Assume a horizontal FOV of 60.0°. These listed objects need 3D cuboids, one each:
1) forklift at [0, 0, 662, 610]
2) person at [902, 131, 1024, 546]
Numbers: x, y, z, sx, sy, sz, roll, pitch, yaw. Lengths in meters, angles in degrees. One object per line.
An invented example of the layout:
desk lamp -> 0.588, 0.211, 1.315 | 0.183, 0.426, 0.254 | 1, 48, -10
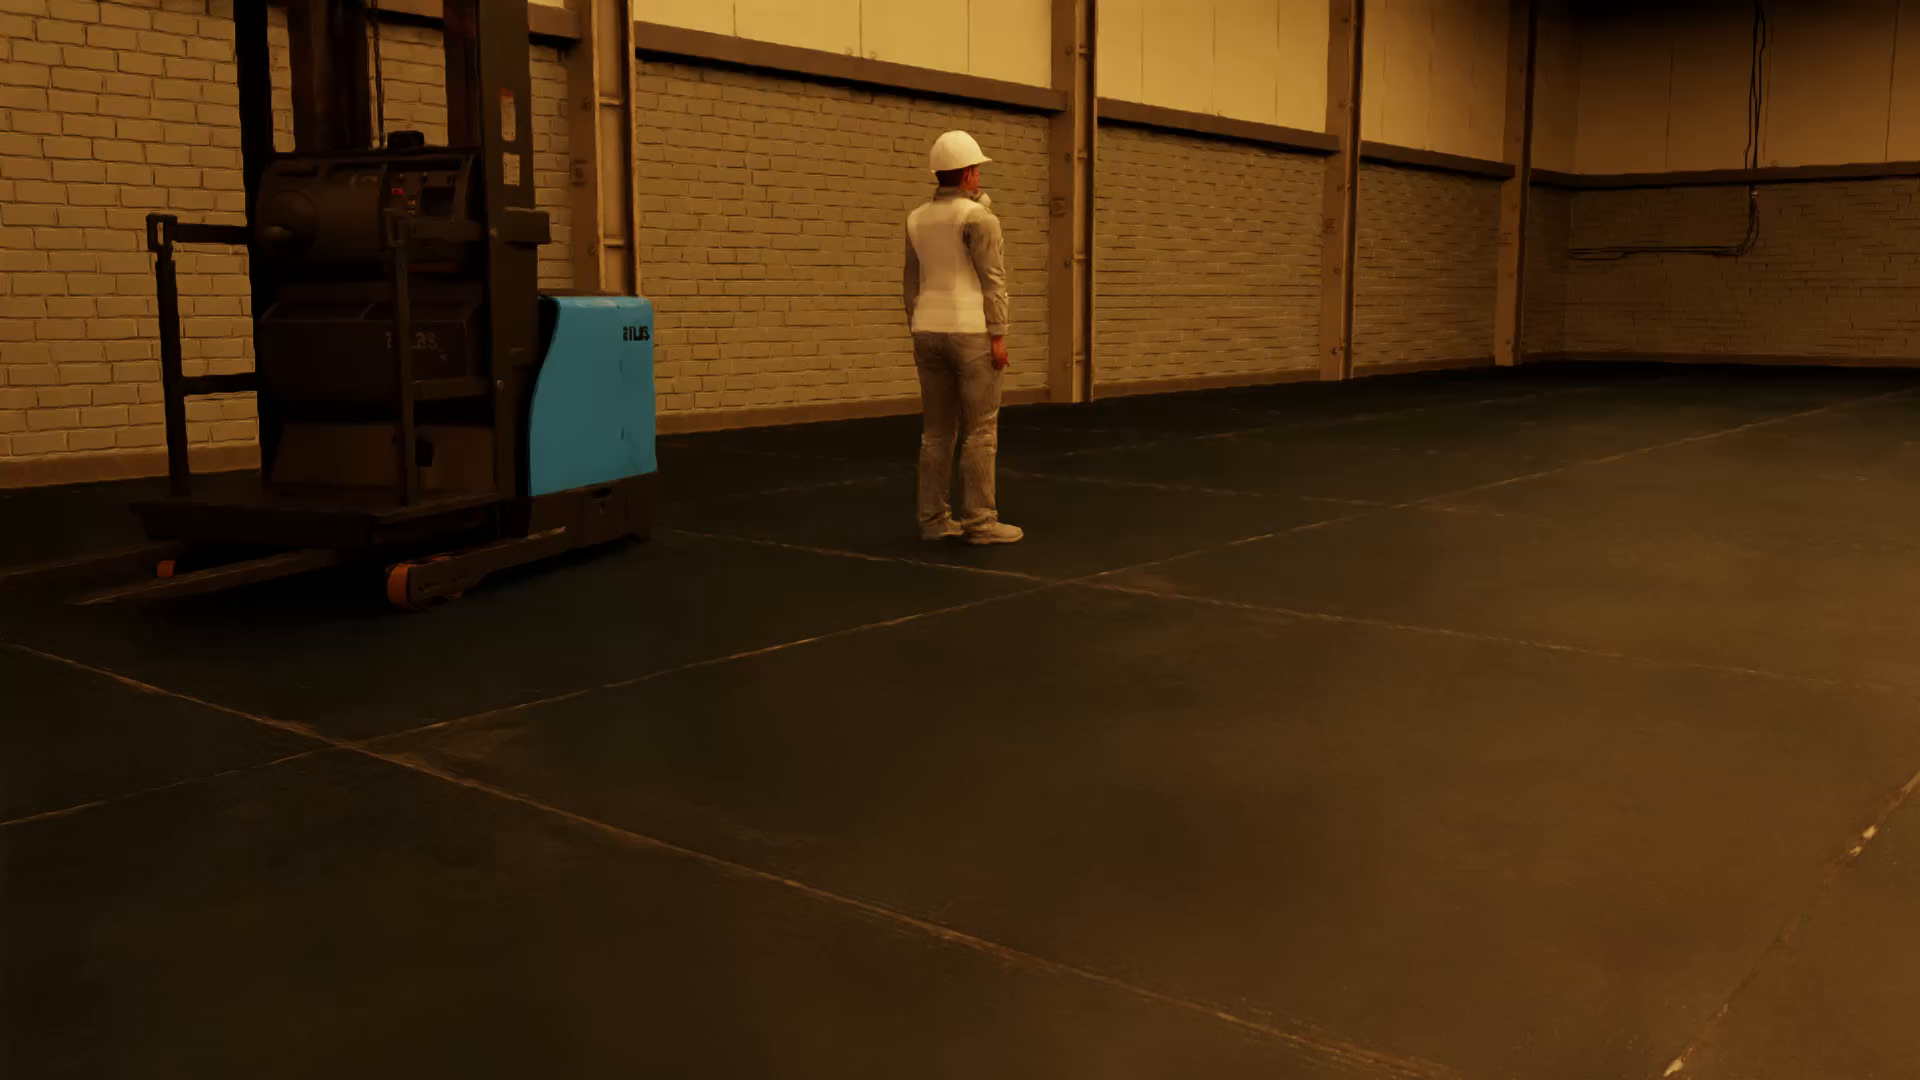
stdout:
forklift -> -2.281, -1.272, 5.976 | 1.130, 2.935, 3.031 | 3, 9, 19
person -> 0.003, -0.878, 7.284 | 0.529, 1.776, 0.356 | 7, 11, 38
